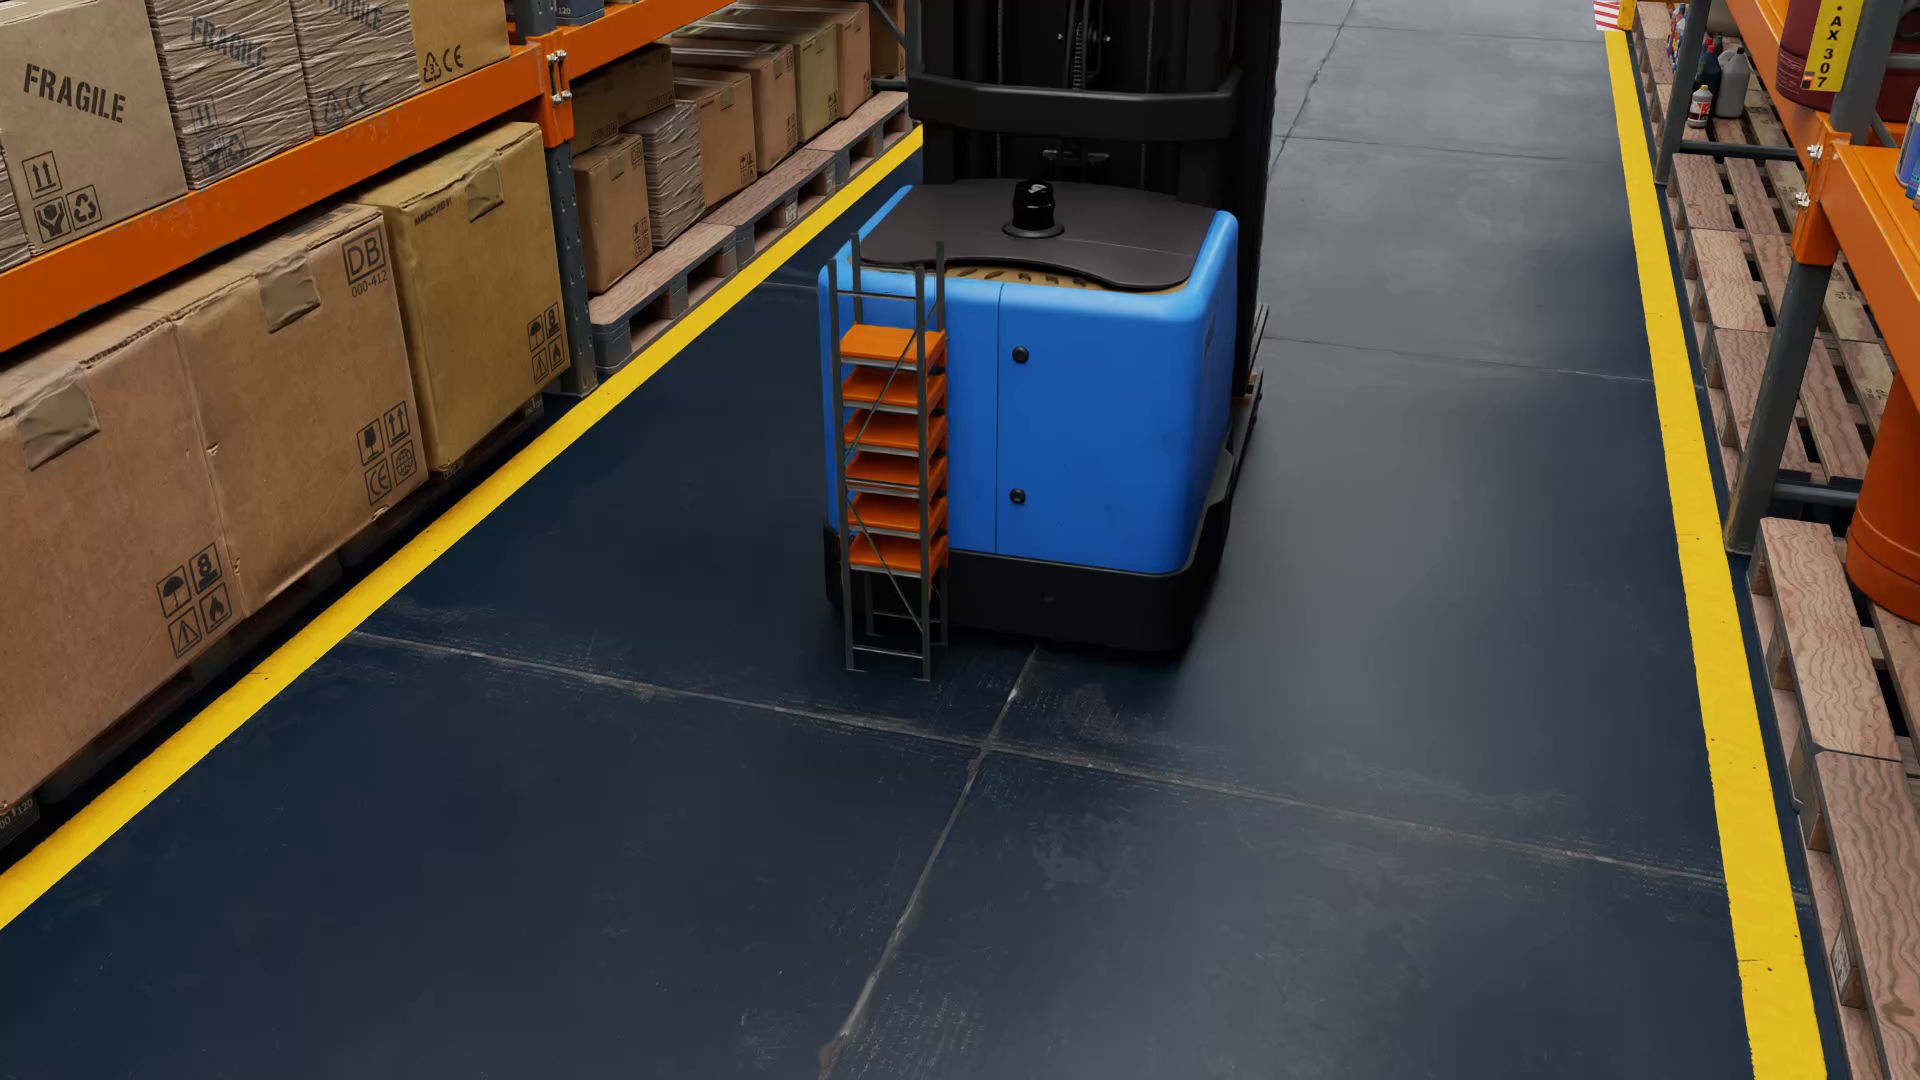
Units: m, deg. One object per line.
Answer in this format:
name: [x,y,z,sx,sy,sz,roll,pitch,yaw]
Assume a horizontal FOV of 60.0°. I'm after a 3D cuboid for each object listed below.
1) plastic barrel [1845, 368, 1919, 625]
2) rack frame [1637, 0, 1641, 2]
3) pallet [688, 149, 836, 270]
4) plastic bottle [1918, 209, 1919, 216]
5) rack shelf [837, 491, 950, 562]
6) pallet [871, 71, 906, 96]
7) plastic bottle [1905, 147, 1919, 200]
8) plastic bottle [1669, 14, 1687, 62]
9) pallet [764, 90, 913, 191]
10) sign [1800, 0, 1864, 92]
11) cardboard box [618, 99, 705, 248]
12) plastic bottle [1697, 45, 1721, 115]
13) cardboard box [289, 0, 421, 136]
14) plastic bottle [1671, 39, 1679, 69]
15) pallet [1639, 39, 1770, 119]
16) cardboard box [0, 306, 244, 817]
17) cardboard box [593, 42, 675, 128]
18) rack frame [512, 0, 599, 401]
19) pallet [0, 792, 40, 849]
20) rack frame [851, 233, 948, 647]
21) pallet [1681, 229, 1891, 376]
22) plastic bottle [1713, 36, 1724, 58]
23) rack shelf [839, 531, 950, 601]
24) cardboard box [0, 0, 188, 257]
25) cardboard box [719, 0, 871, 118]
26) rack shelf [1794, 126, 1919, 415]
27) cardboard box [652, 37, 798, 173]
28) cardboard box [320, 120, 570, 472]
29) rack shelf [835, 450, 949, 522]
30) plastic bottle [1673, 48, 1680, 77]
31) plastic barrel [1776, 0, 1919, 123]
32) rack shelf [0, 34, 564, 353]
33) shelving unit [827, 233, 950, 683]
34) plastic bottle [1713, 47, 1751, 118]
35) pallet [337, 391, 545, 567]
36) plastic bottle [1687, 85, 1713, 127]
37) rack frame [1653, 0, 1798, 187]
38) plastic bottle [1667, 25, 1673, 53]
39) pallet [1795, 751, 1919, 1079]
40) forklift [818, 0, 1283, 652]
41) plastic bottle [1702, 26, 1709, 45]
plastic barrel: [2.747,-0.227,4.374,0.600,0.830,0.708,8,30,15]
rack frame: [5.223,-4.940,11.044,1.000,3.000,0.127,8,30,15]
pallet: [-1.270,-1.638,7.978,1.003,0.211,1.213,8,30,15]
plastic bottle: [2.298,-0.870,3.848,0.061,0.283,0.133,8,30,15]
rack shelf: [-0.175,-0.045,4.432,0.258,0.103,0.180,7,31,13]
pallet: [-0.523,-2.886,10.221,1.003,0.211,1.213,8,30,15]
plastic bottle: [2.378,-0.961,4.024,0.097,0.271,0.097,0,29,0]
plastic bottle: [4.292,-2.982,9.880,0.097,0.271,0.097,0,29,0]
pallet: [-0.913,-2.207,9.000,1.003,0.211,1.213,8,30,15]
sign: [2.346,-1.369,4.457,0.100,0.325,0.005,8,30,15]
cardboard box: [-1.532,-1.603,7.164,0.700,0.500,0.500,6,30,11]
plastic bottle: [3.962,-2.456,8.852,0.144,0.351,0.185,8,30,14]
cardboard box: [-1.920,-1.477,4.717,0.500,0.500,0.500,8,30,14]
plastic bottle: [4.233,-2.859,9.730,0.097,0.201,0.097,0,29,0]
pallet: [4.642,-2.737,9.954,1.003,0.211,1.213,8,30,15]
cardboard box: [-2.604,-0.041,3.991,1.225,0.875,0.875,7,30,13]
cardboard box: [-1.546,-1.920,6.963,0.500,0.250,0.500,12,31,20]
rack frame: [-1.860,-1.929,5.632,1.000,3.000,0.127,8,30,15]
pallet: [-2.880,0.779,3.632,1.003,0.211,1.213,8,30,15]
rack frame: [-0.153,-0.232,4.425,0.240,1.200,0.006,7,31,13]
pallet: [3.499,-0.923,6.692,1.003,0.211,1.213,8,30,15]
plastic bottle: [4.219,-2.663,9.293,0.061,0.283,0.133,8,30,15]
rack shelf: [-0.175,0.058,4.492,0.258,0.103,0.180,7,31,13]
cardboard box: [-2.220,-0.999,3.857,0.500,0.500,0.500,9,30,16]
cardboard box: [-0.887,-2.605,8.967,0.700,0.500,0.500,6,30,11]
rack shelf: [2.287,0.022,2.865,1.077,0.370,4.000,8,30,15]
cardboard box: [-1.209,-2.126,8.105,0.700,0.500,0.500,6,30,11]
cardboard box: [-2.083,-0.866,5.475,1.225,0.875,0.875,7,30,13]
rack shelf: [-0.176,-0.149,4.371,0.258,0.103,0.180,7,31,13]
plastic bottle: [4.173,-2.764,9.559,0.097,0.201,0.097,0,29,0]
plastic barrel: [2.721,-1.540,4.794,0.600,0.536,0.708,8,30,15]
rack shelf: [-2.448,-0.685,4.136,1.077,0.370,4.000,8,30,15]
shelving unit: [-0.176,-0.188,4.349,0.258,1.200,0.189,7,31,13]
plastic bottle: [4.100,-2.435,8.815,0.144,0.351,0.185,8,30,15]
pallet: [-2.164,-0.355,5.670,1.003,0.211,1.213,8,30,15]
plastic bottle: [3.857,-2.263,8.659,0.097,0.201,0.097,0,29,0]
rack frame: [4.048,-3.081,7.703,1.000,3.000,0.127,8,30,15]
plastic bottle: [4.362,-3.063,10.097,0.097,0.201,0.097,0,29,0]
pallet: [2.323,0.934,3.354,1.003,0.211,1.213,8,30,15]
forklift: [0.482,-1.676,5.248,1.130,2.935,3.031,7,30,13]
plastic bottle: [4.113,-2.695,9.282,0.144,0.351,0.185,8,30,15]
